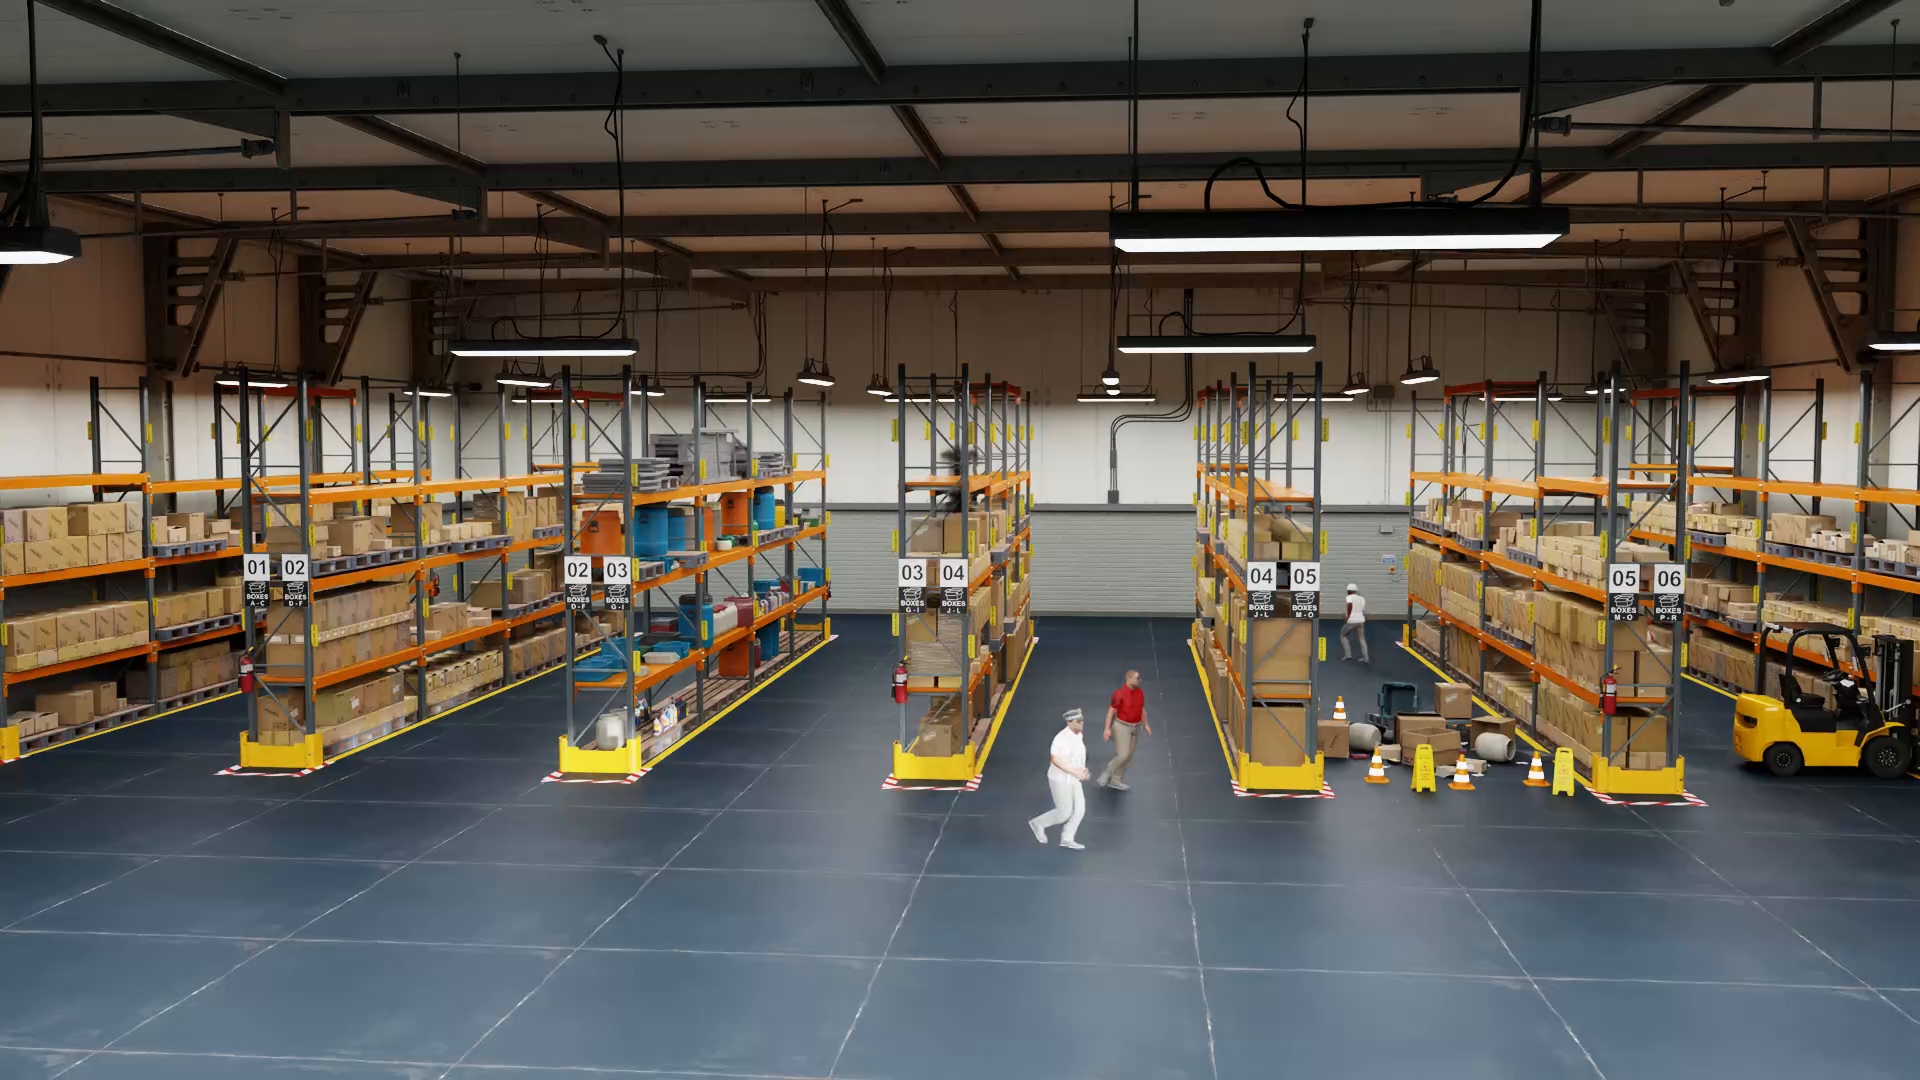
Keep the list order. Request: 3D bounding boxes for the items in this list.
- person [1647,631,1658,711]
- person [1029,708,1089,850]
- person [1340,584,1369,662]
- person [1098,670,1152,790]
[{"bbox_3d":[11.998,2.204,29.368,0.655,1.765,1.000,0,4,2],"label":"person"},{"bbox_3d":[1.227,2.866,20.059,0.772,1.727,0.663,2,4,31],"label":"person"},{"bbox_3d":[8.588,1.815,36.163,0.643,1.709,0.968,-1,4,-18],"label":"person"},{"bbox_3d":[2.302,2.659,23.319,0.684,1.703,0.547,-3,5,-42],"label":"person"}]
